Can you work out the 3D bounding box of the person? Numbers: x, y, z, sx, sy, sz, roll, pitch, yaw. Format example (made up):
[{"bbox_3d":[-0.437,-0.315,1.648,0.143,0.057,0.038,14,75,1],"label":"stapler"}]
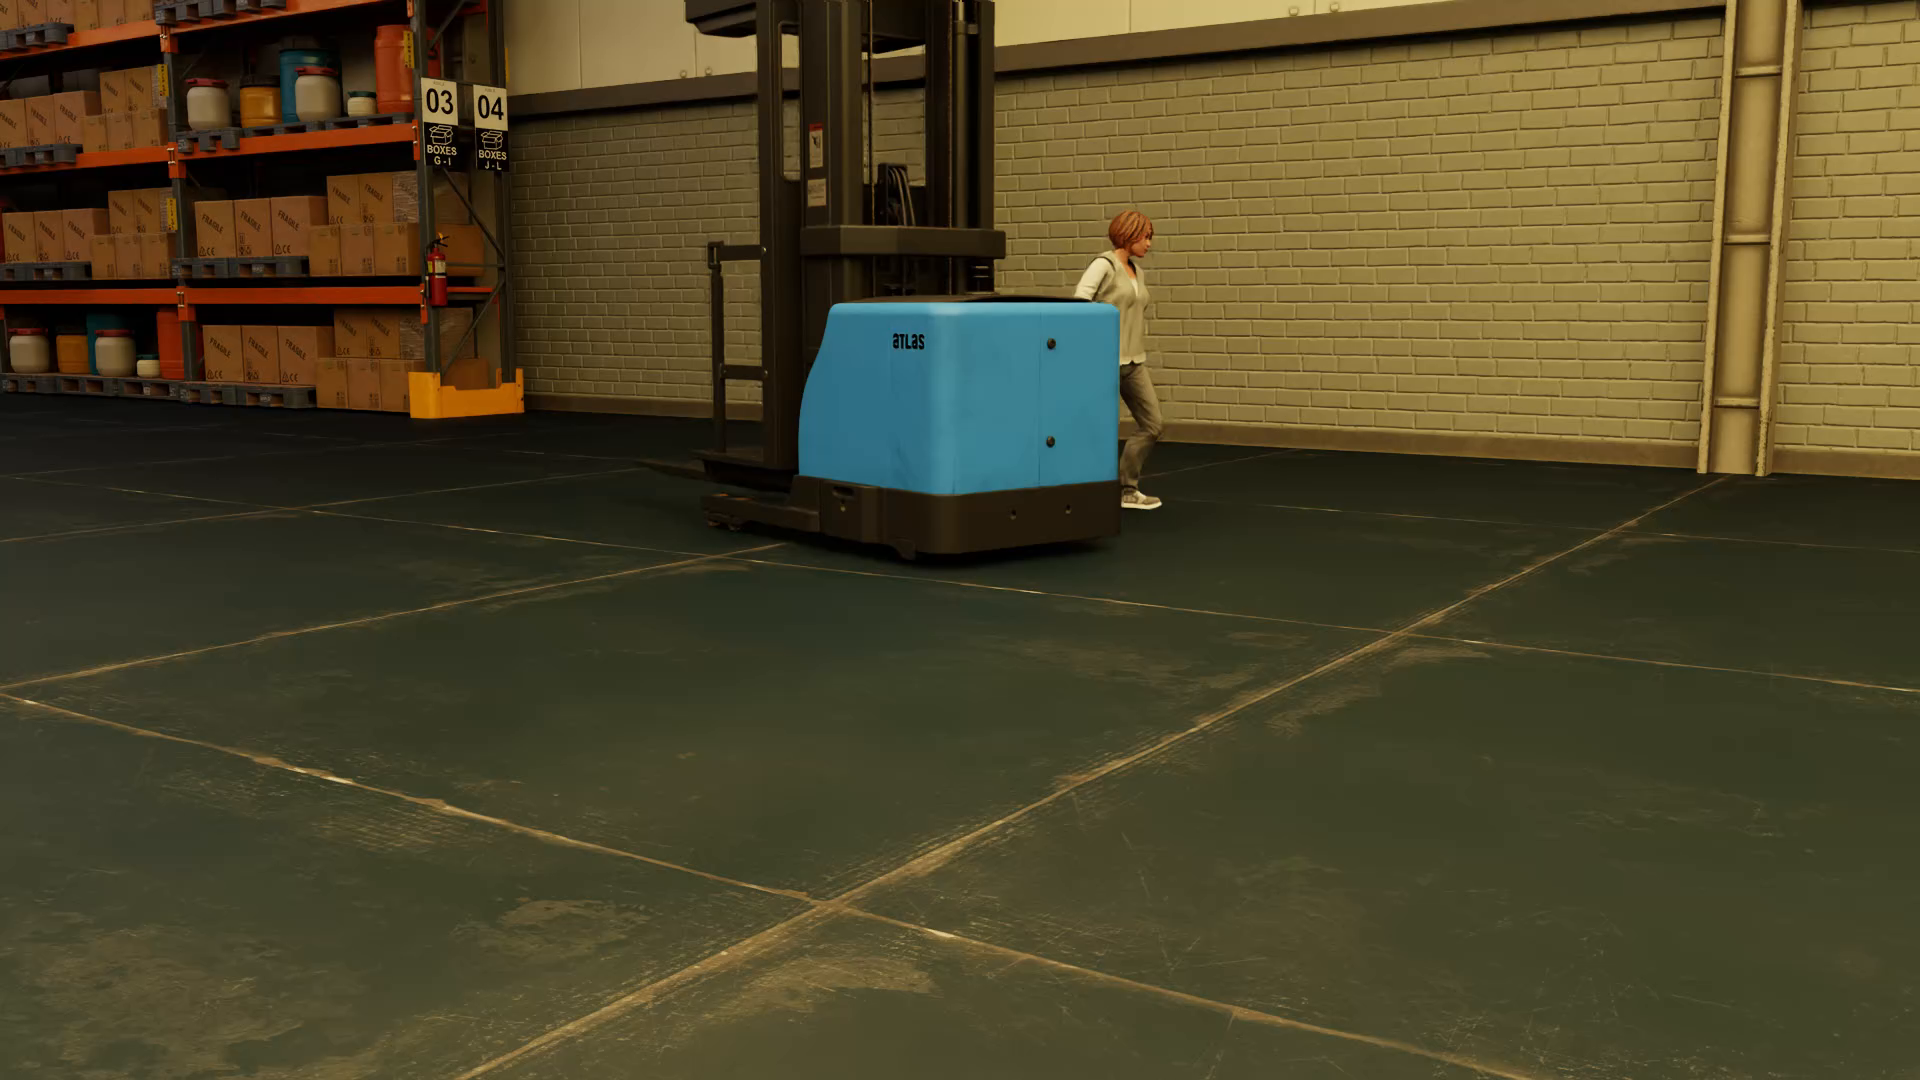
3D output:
[{"bbox_3d":[0.724,-0.881,8.499,0.418,1.566,0.725,8,11,44],"label":"person"}]

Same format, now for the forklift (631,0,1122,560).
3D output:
[{"bbox_3d":[-0.601,-1.529,7.944,1.130,2.935,3.031,-6,10,-38],"label":"forklift"}]
